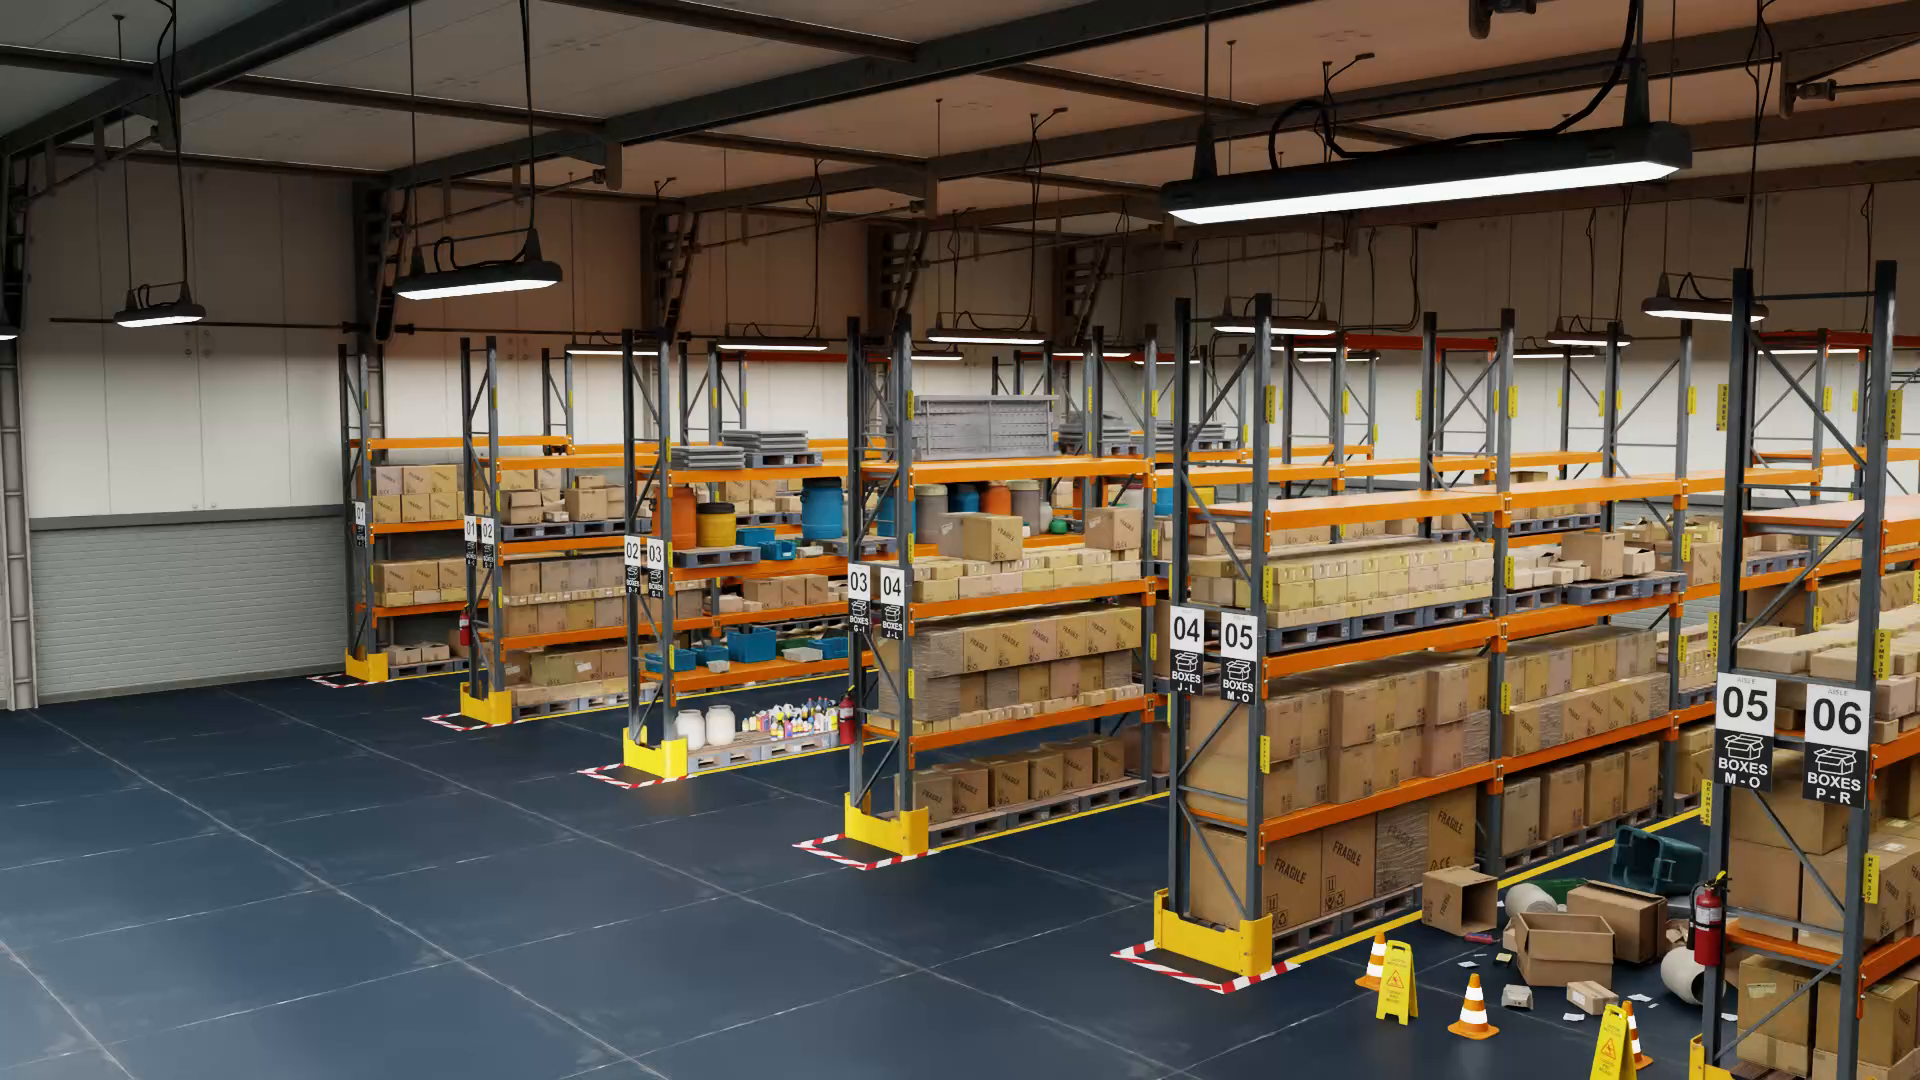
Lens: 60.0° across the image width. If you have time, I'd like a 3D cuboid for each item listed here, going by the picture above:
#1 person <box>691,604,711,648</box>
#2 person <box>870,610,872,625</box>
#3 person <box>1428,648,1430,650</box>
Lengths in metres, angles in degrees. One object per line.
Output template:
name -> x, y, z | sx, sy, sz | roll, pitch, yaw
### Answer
person -> -4.760, 1.659, 30.777 | 0.617, 1.513, 0.826 | 3, 6, 27
person -> -2.038, 1.177, 35.168 | 0.662, 1.708, 0.743 | 3, 6, 30
person -> 6.445, 2.258, 22.991 | 0.669, 1.710, 0.699 | 3, 6, 33
